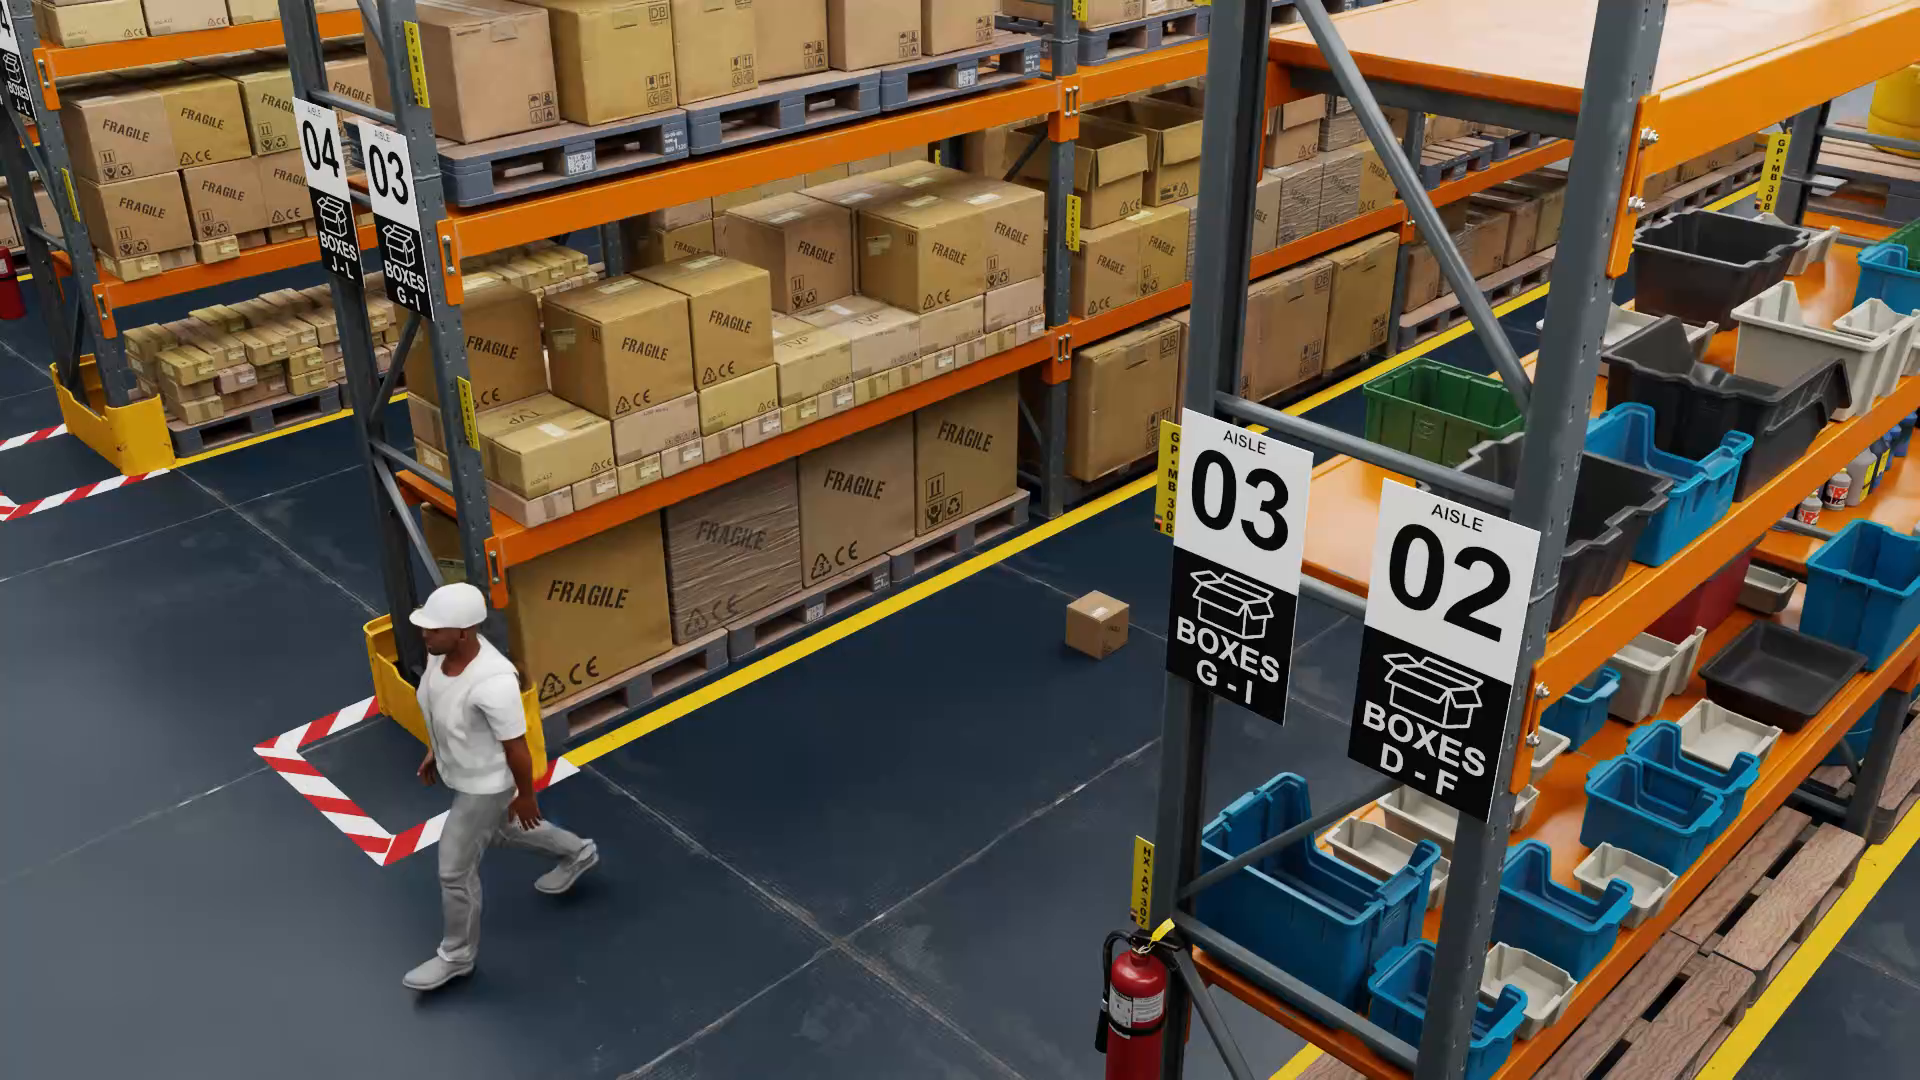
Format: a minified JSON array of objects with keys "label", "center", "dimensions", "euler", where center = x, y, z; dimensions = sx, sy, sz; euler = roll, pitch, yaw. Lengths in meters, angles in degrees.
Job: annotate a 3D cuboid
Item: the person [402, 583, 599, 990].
[{"label":"person","center":[-1.975,0.935,6.811],"dimensions":[0.988,1.732,0.582],"euler":[-20,34,-33]}]
